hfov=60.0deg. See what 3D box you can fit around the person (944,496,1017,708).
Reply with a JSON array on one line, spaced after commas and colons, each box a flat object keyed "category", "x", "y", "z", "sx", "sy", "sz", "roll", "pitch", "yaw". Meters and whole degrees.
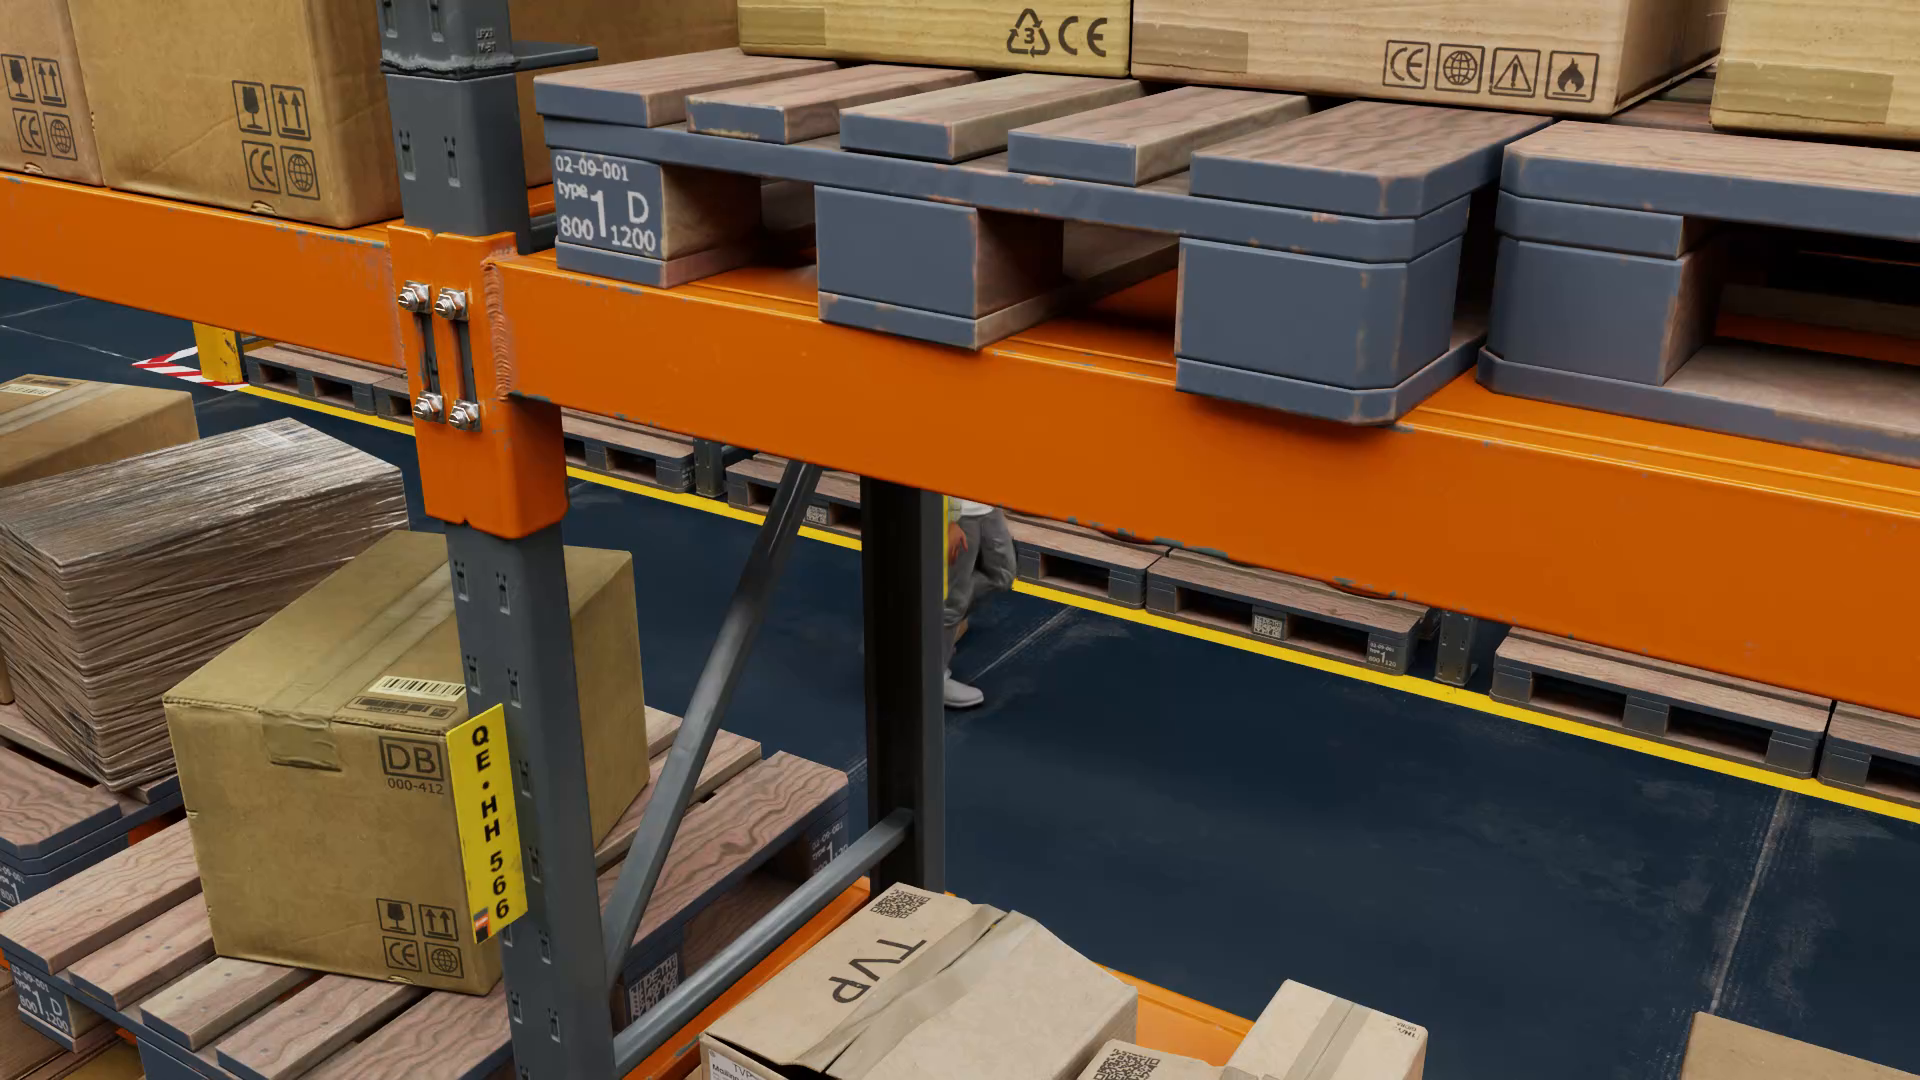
[{"category": "person", "x": -0.021, "y": -0.165, "z": 6.422, "sx": 0.498, "sy": 1.765, "sz": 0.580, "roll": 4, "pitch": 23, "yaw": 9}]
